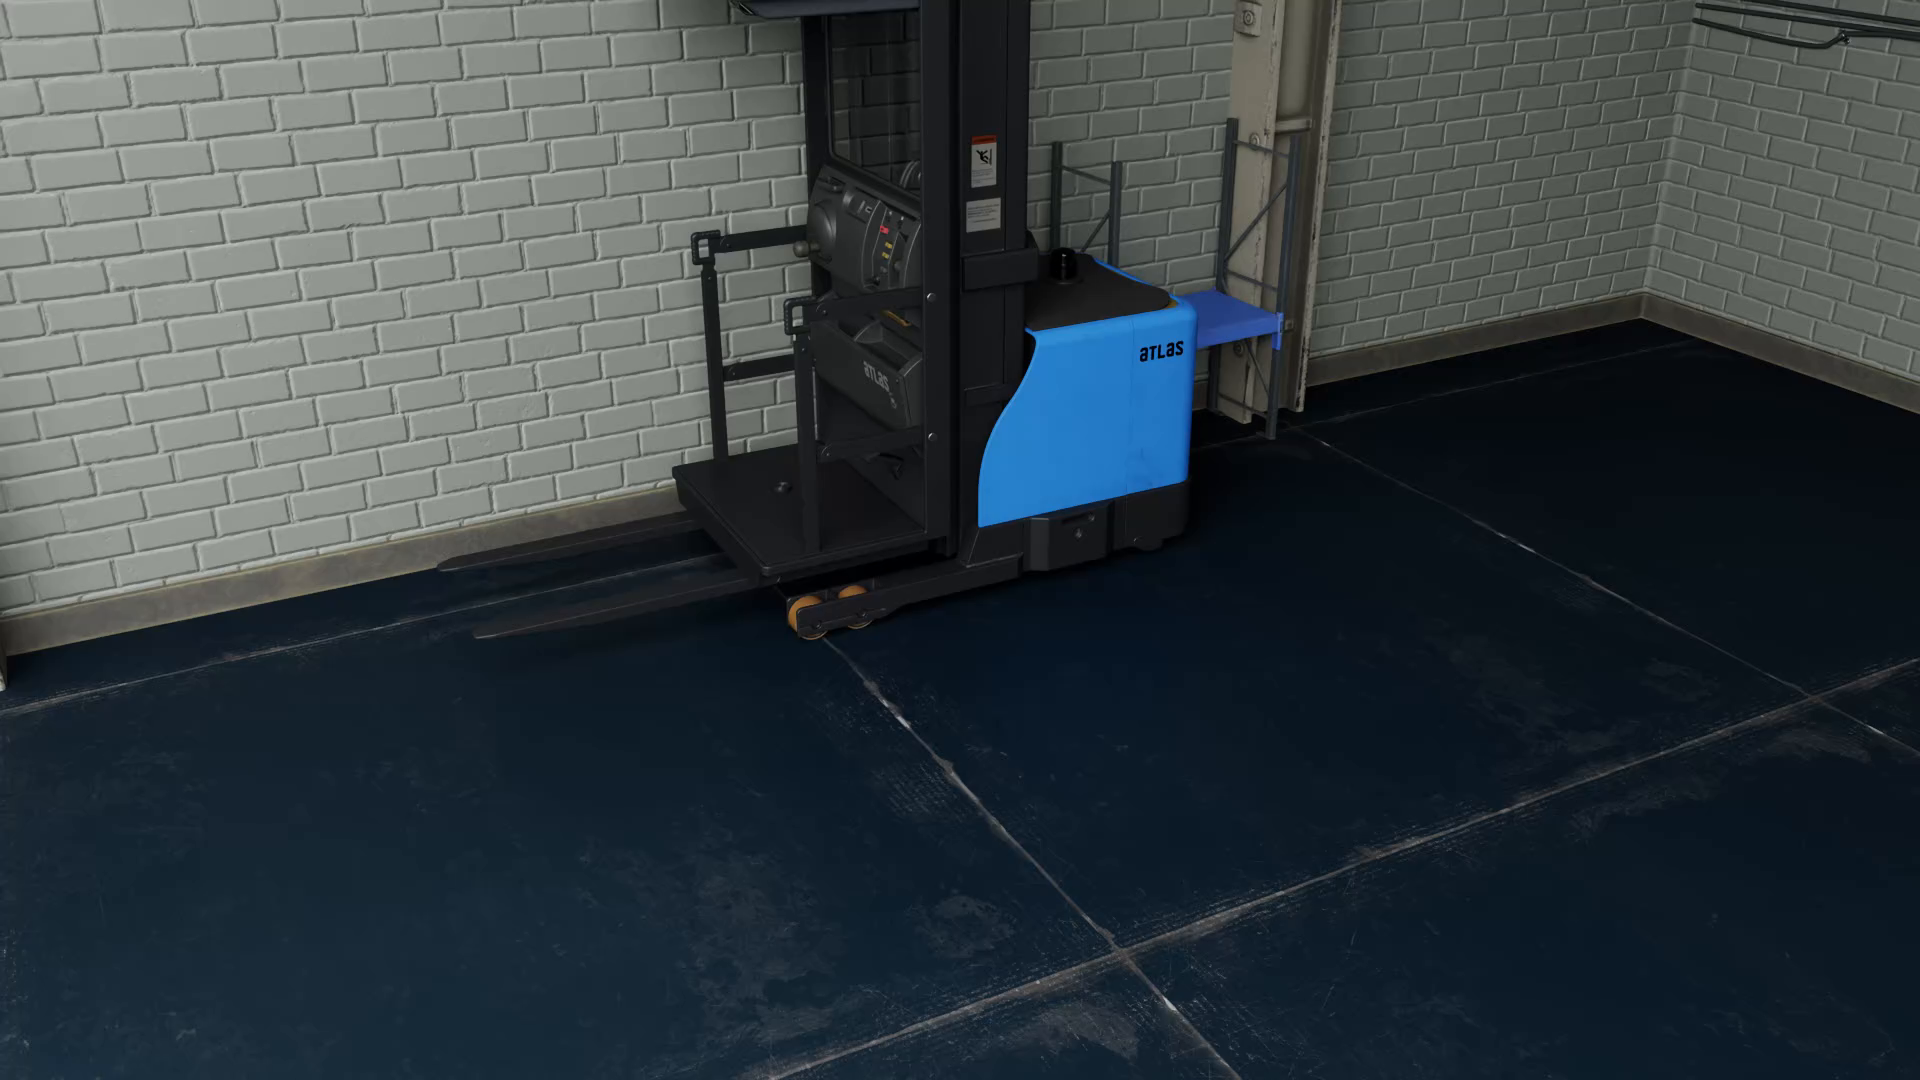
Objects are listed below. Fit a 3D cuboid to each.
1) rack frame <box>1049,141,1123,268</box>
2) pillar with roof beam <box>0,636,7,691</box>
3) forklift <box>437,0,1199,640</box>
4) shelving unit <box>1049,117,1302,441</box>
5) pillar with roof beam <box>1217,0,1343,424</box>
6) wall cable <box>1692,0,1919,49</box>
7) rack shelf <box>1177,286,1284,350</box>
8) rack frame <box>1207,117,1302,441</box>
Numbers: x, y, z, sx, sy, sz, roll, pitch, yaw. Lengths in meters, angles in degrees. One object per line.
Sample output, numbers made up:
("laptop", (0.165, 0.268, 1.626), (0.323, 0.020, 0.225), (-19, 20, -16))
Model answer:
("rack frame", (0.559, -1.040, 7.671), (0.032, 1.500, 0.500), (-15, 29, -28))
("pillar with roof beam", (-1.722, -1.882, 0.774), (0.400, 9.000, 9.100), (-13, 29, -25))
("forklift", (-0.559, -1.196, 6.354), (3.031, 2.935, 1.130), (-13, 28, -25))
("shelving unit", (0.994, -1.153, 7.909), (1.048, 1.500, 0.538), (-15, 29, -28))
("pillar with roof beam", (3.572, -3.105, 3.319), (0.400, 9.000, 9.100), (-13, 29, -25))
("wall cable", (4.768, -3.444, 7.613), (0.112, 2.526, 3.097), (-13, 29, -25))
("rack shelf", (0.993, -0.991, 7.986), (1.000, 0.185, 0.538), (-15, 29, -28))
("rack frame", (1.428, -1.267, 8.147), (0.032, 1.500, 0.500), (-15, 29, -28))
